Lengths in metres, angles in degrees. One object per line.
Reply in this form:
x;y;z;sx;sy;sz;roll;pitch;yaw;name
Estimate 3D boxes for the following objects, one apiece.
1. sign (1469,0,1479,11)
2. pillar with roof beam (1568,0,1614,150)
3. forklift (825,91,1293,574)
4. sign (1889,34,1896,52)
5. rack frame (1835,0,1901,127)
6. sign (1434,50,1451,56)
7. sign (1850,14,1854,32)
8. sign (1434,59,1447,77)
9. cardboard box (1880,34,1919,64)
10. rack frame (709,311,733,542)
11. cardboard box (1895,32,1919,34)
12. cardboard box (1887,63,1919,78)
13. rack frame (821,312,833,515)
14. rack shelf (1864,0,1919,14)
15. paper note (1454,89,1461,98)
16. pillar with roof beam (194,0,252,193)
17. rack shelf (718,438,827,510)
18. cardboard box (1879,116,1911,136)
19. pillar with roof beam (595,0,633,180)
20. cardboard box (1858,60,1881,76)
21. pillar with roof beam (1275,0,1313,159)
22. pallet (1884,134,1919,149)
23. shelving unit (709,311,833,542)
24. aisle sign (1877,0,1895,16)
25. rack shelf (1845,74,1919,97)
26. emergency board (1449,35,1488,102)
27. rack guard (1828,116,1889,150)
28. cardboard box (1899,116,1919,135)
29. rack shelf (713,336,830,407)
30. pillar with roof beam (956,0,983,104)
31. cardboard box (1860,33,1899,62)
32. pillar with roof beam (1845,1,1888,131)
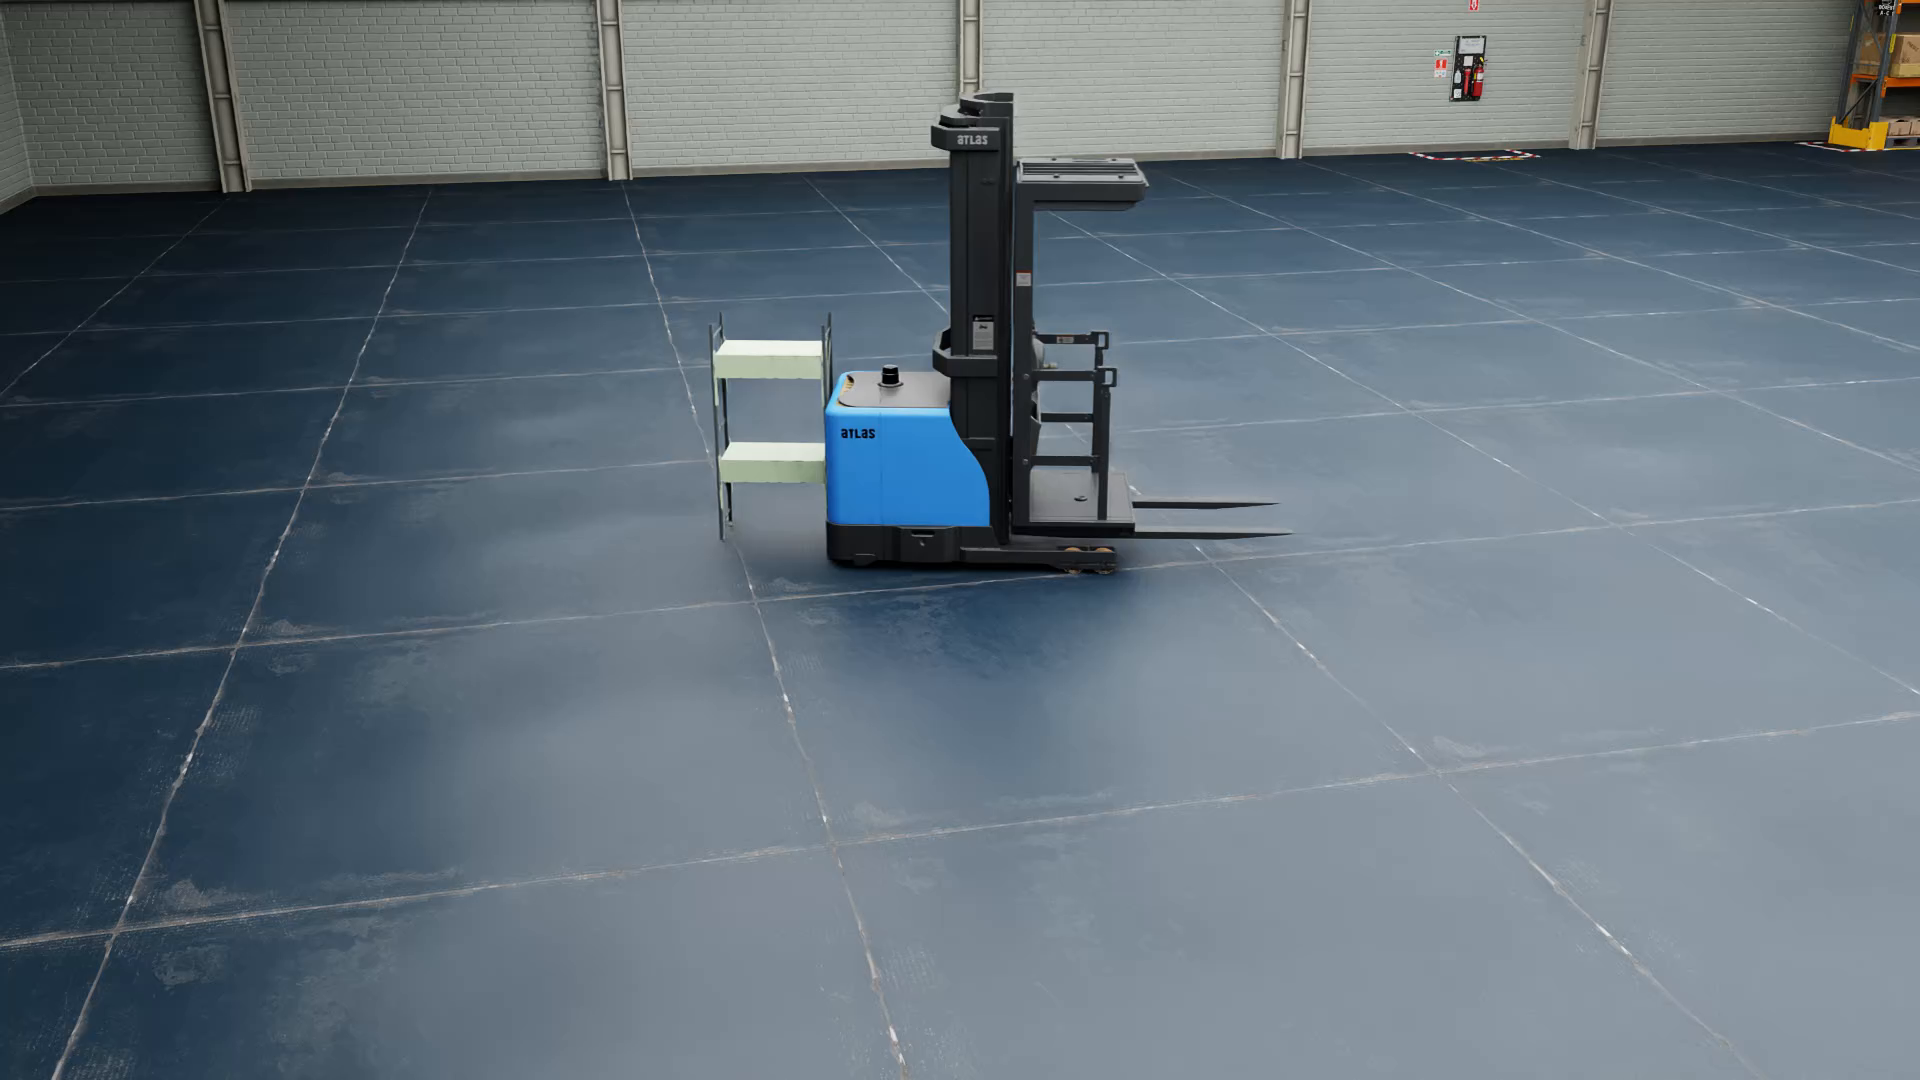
9.394;-9.813;30.371;0.199;0.298;0.001;-5;21;-12;sign
12.829;-10.250;26.214;0.400;9.000;9.100;-5;21;-12;pillar with roof beam
0.660;-1.344;10.722;3.031;2.935;1.130;1;20;2;forklift
17.320;-9.229;30.890;0.005;0.325;0.100;-5;21;-12;sign
17.195;-9.004;31.535;0.127;3.000;1.000;-5;21;-12;rack frame
8.869;-8.945;30.551;0.331;0.109;0.001;-5;21;-12;sign
17.087;-9.884;31.793;0.005;0.325;0.100;-5;21;-12;sign
8.863;-8.699;30.649;0.234;0.329;0.001;-5;21;-12;sign
17.729;-9.233;31.257;0.500;0.500;0.500;-5;21;-12;cardboard box
-1.610;-0.761;11.212;0.023;1.500;0.400;1;20;2;rack frame
18.097;-9.440;31.824;0.500;0.500;0.500;-4;21;-12;cardboard box
17.743;-8.876;31.372;0.500;0.250;0.500;-5;21;-14;cardboard box
-0.879;-0.752;11.188;0.023;1.500;0.400;1;20;2;rack frame
19.142;-10.233;31.575;4.000;0.370;1.077;-5;21;-12;rack shelf
9.237;-8.287;30.857;0.142;0.148;0.016;-5;21;-12;paper note
-10.527;-8.351;21.029;0.400;9.000;9.100;-5;21;-12;pillar with roof beam
-1.245;-0.451;11.312;0.720;0.370;0.431;1;20;2;rack shelf
17.889;-7.973;31.989;0.500;0.311;0.500;-7;21;-19;cardboard box
-4.688;-8.826;22.325;0.400;9.000;9.100;-5;21;-12;pillar with roof beam
17.605;-9.045;31.835;0.500;0.250;0.500;-4;21;-12;cardboard box
6.990;-9.775;24.918;0.400;9.000;9.100;-5;21;-12;pillar with roof beam
18.068;-7.753;32.174;1.213;0.211;1.003;-5;21;-12;pallet
-1.245;-0.757;11.200;0.755;1.500;0.431;1;20;2;shelving unit
17.194;-10.119;30.798;0.004;0.787;0.394;-5;21;-12;aisle sign
19.142;-8.825;32.091;4.000;0.370;1.077;-5;21;-12;rack shelf
9.425;-8.692;30.681;0.643;1.169;0.194;-5;21;-12;emergency board
17.269;-7.837;31.981;0.348;0.500;1.175;-5;21;-12;rack guard
18.444;-8.018;32.112;0.500;0.311;0.500;-3;20;-8;cardboard box
-1.245;-1.123;11.066;0.720;0.370;0.431;1;20;2;rack shelf
1.151;-9.301;23.621;0.400;9.000;9.100;-5;21;-12;pillar with roof beam
17.605;-9.404;31.724;0.500;0.500;0.500;-5;21;-13;cardboard box
18.668;-10.725;27.511;0.400;9.000;9.100;-5;21;-12;pillar with roof beam
